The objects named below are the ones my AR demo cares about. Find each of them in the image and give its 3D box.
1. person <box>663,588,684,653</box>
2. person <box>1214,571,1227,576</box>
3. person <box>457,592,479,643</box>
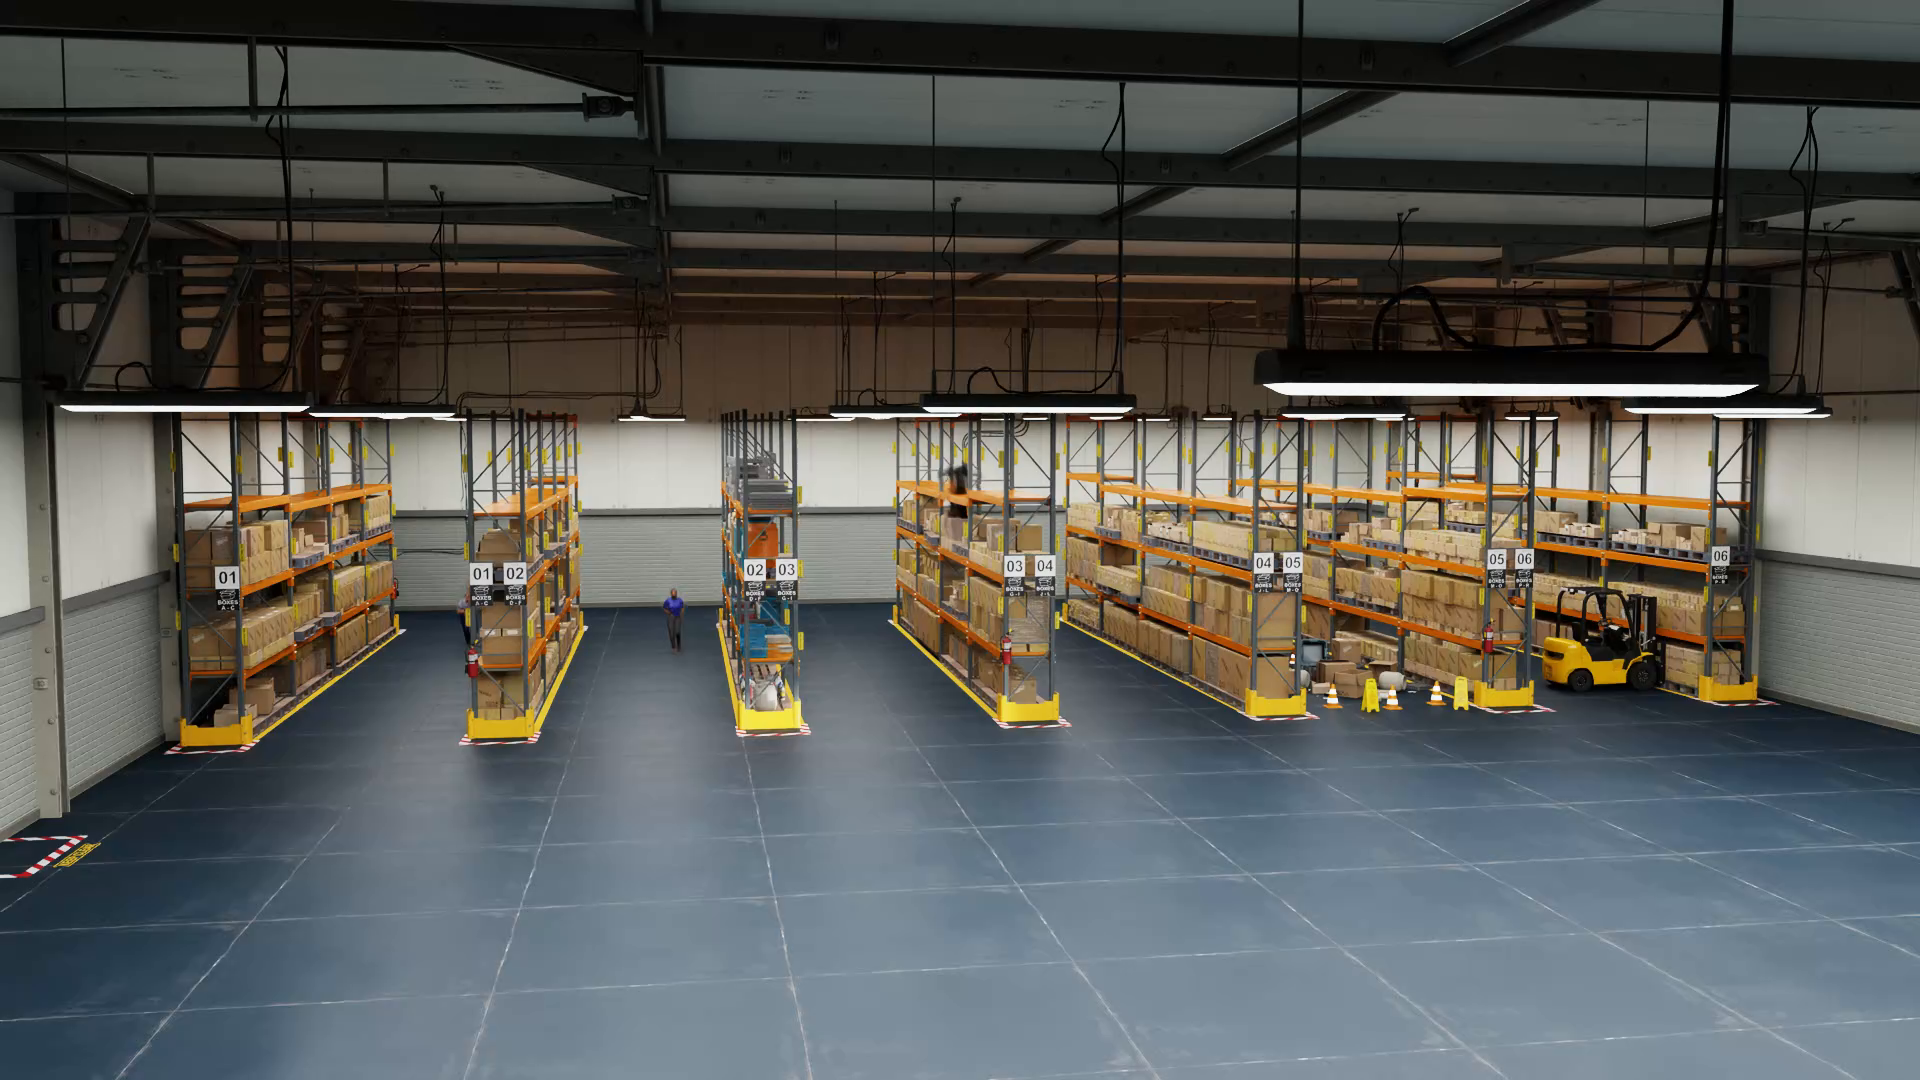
[{"bbox_3d":[-7.126,2.018,41.421,0.549,1.629,0.614,-1,4,-13],"label":"person"},{"bbox_3d":[8.072,1.354,50.667,0.918,1.789,0.606,-1,4,-8],"label":"person"},{"bbox_3d":[-12.730,2.026,43.074,0.620,1.406,0.978,-2,4,-28],"label":"person"}]
